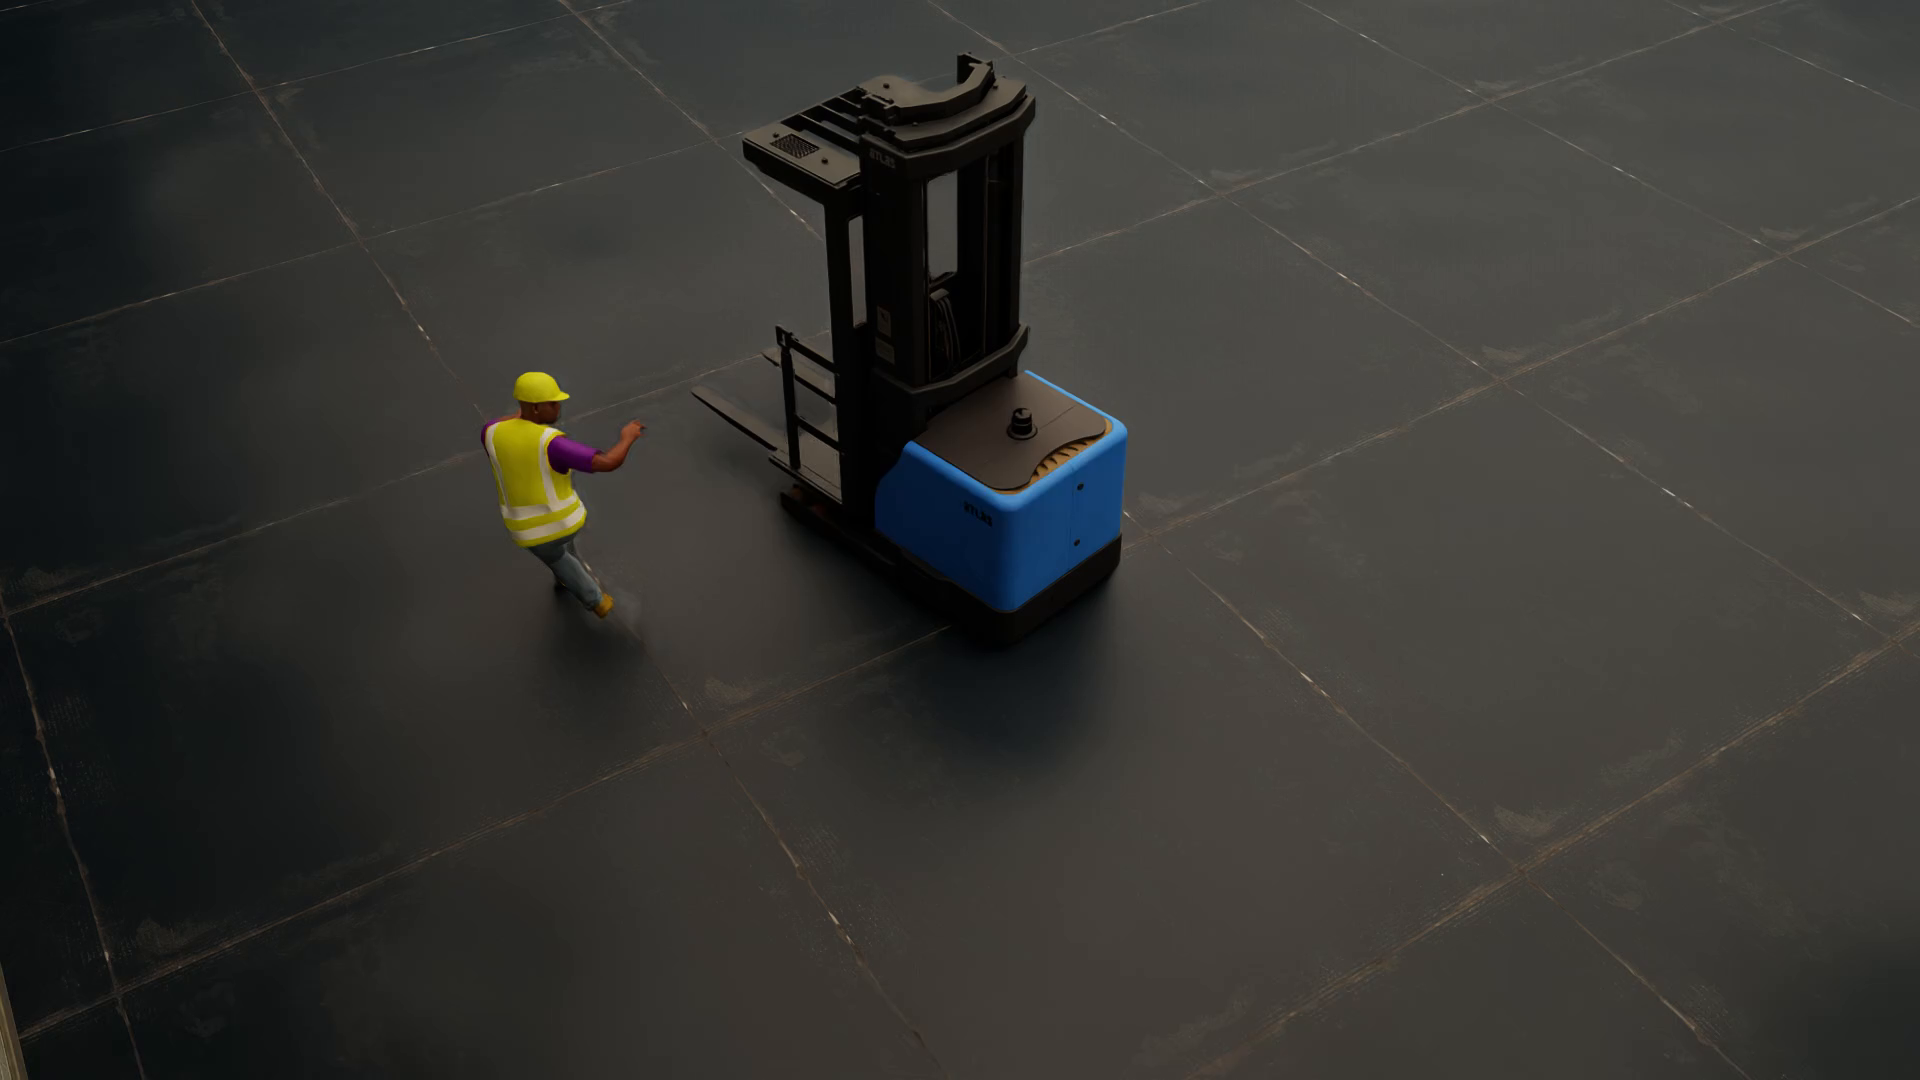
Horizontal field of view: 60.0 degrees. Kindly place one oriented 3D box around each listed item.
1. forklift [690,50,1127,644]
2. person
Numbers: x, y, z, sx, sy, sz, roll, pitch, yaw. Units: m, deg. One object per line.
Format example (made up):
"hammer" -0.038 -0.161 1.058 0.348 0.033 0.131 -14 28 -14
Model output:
"forklift" -0.459 -1.383 9.454 3.031 2.935 1.130 33 51 32
"person" -2.176 -0.346 9.368 0.893 1.501 1.143 -7 42 -8
